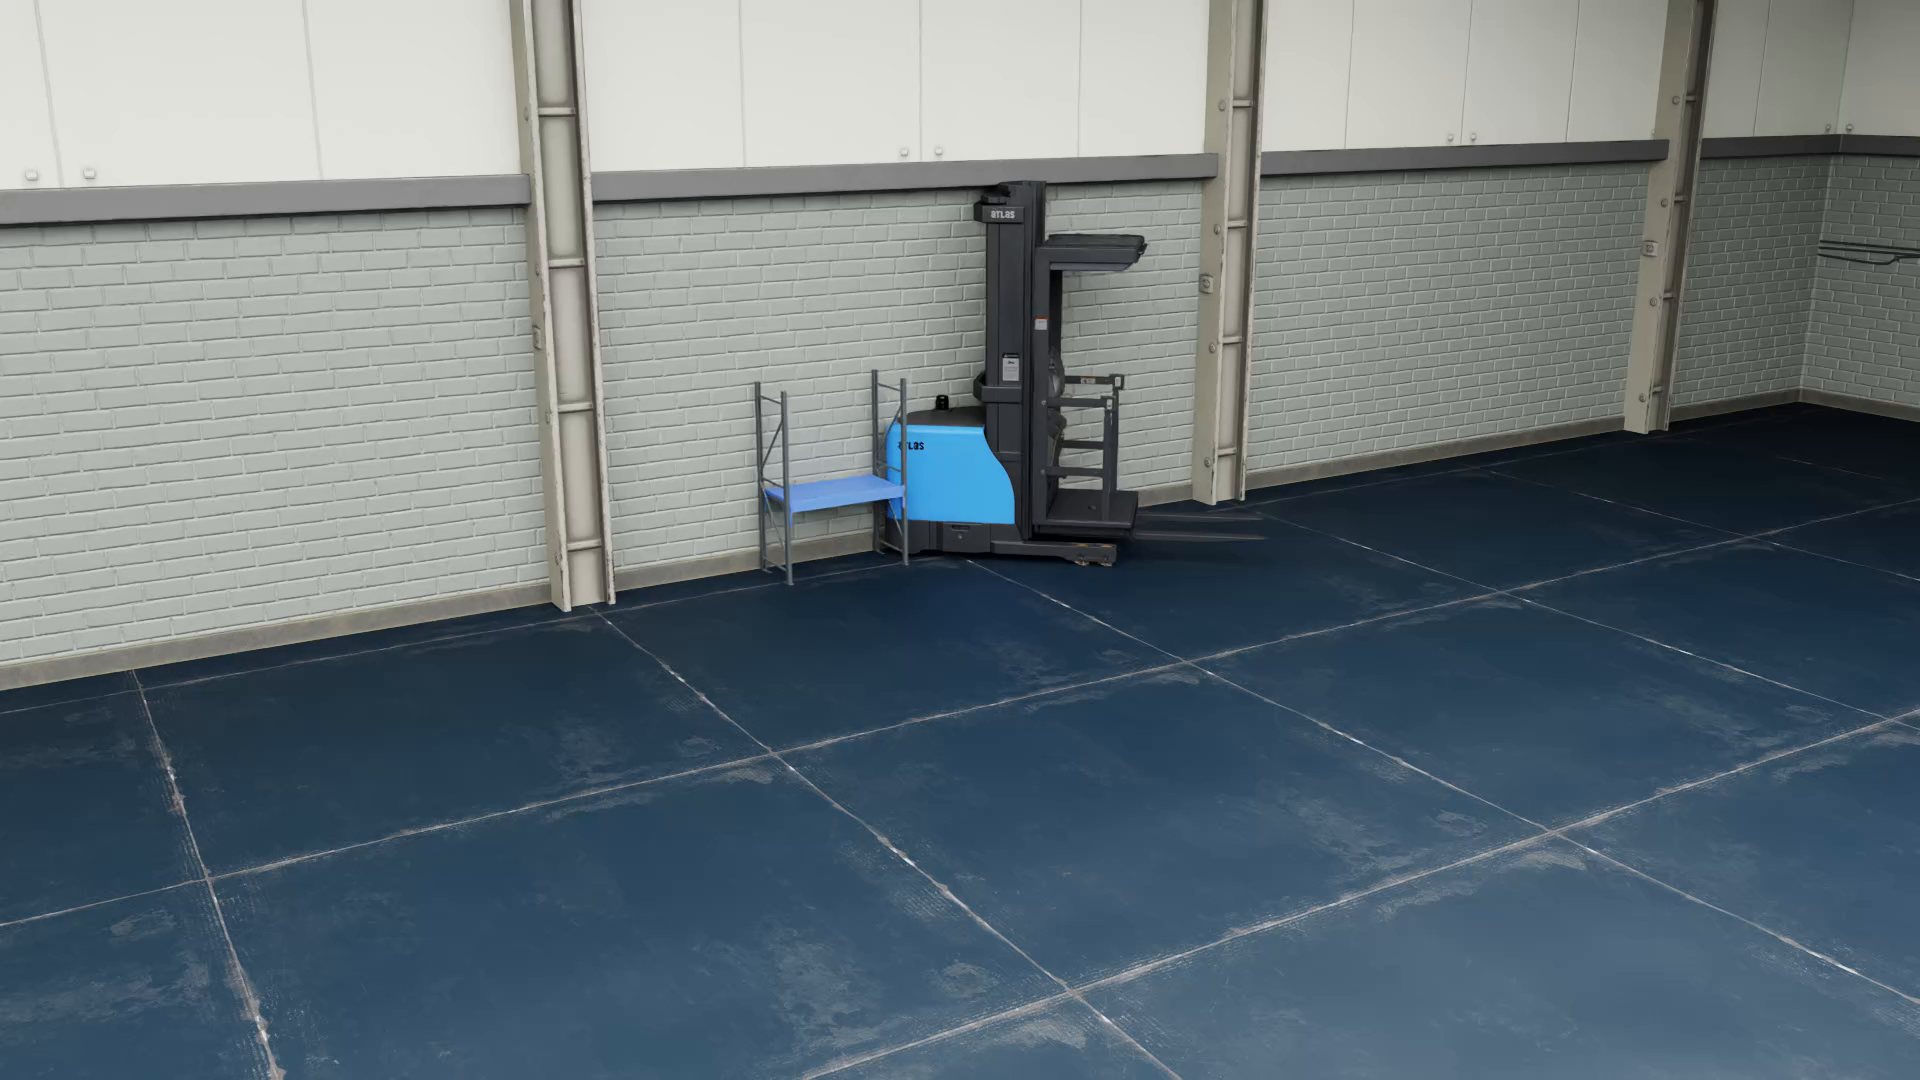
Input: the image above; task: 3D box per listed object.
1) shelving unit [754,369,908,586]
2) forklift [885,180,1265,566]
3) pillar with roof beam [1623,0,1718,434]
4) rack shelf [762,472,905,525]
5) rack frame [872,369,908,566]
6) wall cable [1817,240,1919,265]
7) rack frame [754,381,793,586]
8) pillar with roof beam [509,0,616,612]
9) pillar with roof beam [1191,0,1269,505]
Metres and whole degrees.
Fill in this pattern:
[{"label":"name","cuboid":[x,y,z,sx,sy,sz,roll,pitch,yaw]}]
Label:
[{"label":"shelving unit","cuboid":[-0.989,-0.502,12.922,1.048,1.500,0.538,-9,18,-30]},{"label":"forklift","cuboid":[0.958,-1.357,13.321,3.031,2.935,1.130,2,16,8]},{"label":"pillar with roof beam","cuboid":[9.723,-4.548,13.461,0.400,9.000,9.100,-9,18,-30]},{"label":"rack shelf","cuboid":[-0.989,-0.329,12.971,1.000,0.185,0.538,-9,18,-30]},{"label":"rack frame","cuboid":[-0.557,-0.574,13.180,0.032,1.500,0.500,-9,18,-30]},{"label":"wall cable","cuboid":[10.712,-4.152,17.802,0.112,2.526,3.097,-9,18,-30]},{"label":"rack frame","cuboid":[-1.421,-0.430,12.665,0.032,1.500,0.500,-9,18,-30]},{"label":"pillar with roof beam","cuboid":[-0.563,-2.879,7.510,0.400,9.000,9.100,-9,18,-30]},{"label":"pillar with roof beam","cuboid":[4.580,-3.713,10.485,0.400,9.000,9.100,-9,18,-30]}]
